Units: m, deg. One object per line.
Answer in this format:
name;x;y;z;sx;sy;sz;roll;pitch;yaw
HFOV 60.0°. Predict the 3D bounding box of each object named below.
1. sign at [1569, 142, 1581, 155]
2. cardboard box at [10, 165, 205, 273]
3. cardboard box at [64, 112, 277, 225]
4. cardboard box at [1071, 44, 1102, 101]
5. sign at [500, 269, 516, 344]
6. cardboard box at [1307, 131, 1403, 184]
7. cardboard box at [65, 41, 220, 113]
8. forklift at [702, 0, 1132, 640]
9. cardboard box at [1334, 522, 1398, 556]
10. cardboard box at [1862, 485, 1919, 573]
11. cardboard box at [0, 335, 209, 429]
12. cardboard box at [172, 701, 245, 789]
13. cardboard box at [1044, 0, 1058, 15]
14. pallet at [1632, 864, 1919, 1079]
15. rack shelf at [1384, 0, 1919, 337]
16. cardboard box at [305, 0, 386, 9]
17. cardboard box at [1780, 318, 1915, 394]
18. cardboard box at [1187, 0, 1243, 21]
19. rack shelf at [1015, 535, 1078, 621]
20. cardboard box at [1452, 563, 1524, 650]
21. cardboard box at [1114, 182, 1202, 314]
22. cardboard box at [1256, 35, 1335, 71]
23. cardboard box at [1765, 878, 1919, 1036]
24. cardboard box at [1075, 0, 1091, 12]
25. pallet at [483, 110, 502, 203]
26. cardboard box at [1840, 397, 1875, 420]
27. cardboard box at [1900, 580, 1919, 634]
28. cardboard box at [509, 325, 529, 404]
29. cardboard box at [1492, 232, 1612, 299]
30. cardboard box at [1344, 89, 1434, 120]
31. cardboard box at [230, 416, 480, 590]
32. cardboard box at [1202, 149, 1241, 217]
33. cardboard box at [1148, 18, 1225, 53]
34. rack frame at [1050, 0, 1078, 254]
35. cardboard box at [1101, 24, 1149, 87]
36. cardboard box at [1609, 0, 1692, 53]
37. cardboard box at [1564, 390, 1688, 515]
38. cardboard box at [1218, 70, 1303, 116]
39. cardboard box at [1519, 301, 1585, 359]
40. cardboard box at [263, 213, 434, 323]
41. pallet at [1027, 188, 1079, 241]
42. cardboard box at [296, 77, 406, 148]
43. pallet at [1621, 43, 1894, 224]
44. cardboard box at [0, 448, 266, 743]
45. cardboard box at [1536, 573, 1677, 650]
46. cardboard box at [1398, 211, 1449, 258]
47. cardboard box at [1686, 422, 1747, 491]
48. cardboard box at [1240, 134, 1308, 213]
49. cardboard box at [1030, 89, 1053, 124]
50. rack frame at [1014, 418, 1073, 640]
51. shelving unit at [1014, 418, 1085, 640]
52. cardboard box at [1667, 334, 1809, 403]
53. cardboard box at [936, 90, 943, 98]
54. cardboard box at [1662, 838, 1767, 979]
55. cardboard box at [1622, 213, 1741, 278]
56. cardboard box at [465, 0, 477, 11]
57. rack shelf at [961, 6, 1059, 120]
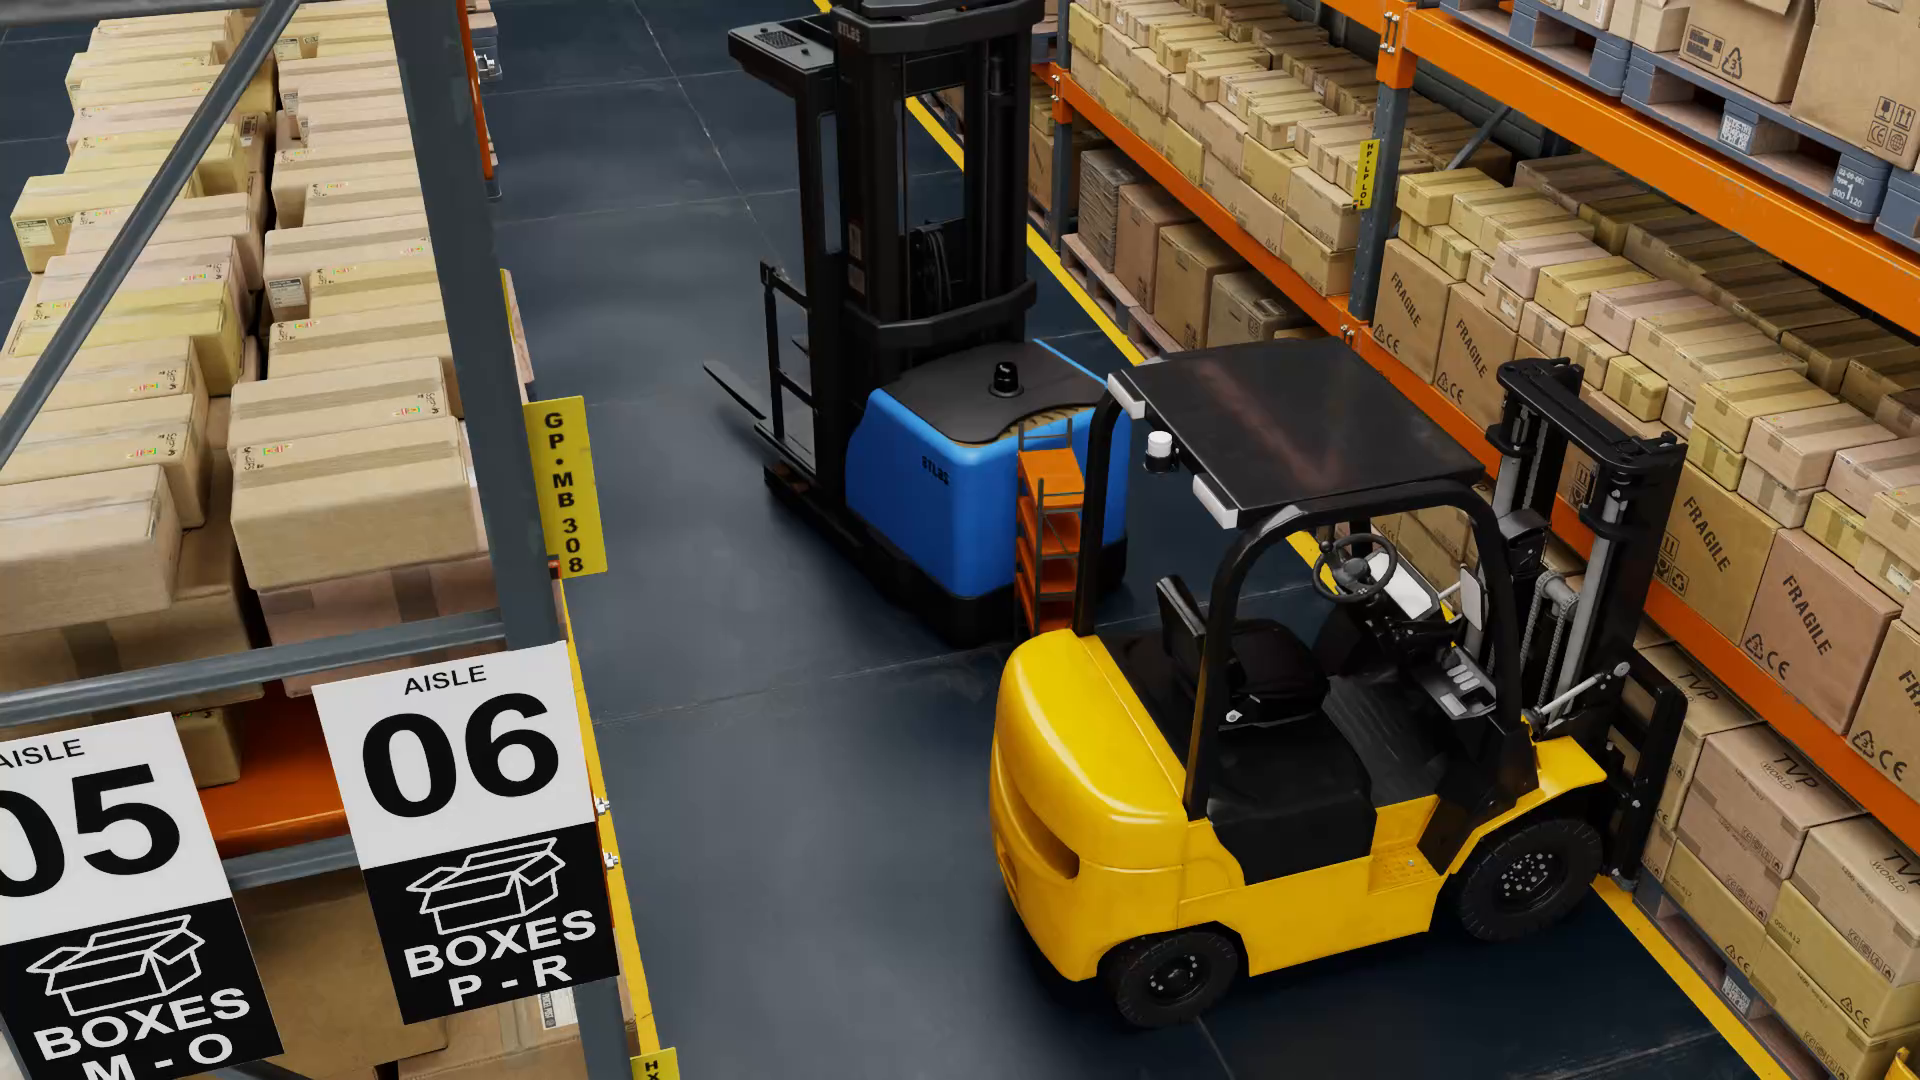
sign;2.890;-1.795;7.889;0.100;0.325;0.005;-10;35;-15
cardboard box;-2.028;-0.777;3.988;0.380;0.149;0.250;-9;35;-14
cardboard box;-2.184;-0.972;4.645;0.500;0.250;0.500;-10;35;-14
cardboard box;1.044;-3.070;10.812;0.500;0.250;0.500;-10;35;-15
sign;-1.850;-0.927;6.646;0.100;0.325;0.005;-10;35;-15
cardboard box;1.950;-1.894;8.216;0.380;0.149;0.250;-11;35;-15
cardboard box;-2.345;-1.315;4.803;0.380;0.149;0.250;-10;35;-15
forklift;-0.414;-1.516;8.386;1.130;2.935;3.031;-21;39;-28
cardboard box;2.194;-0.025;8.180;0.500;0.250;0.500;-10;35;-14
cardboard box;3.062;-0.053;5.160;0.380;0.149;0.250;-9;35;-14
cardboard box;-1.666;-0.250;3.191;0.380;0.149;0.250;-10;35;-15
cardboard box;-1.519;0.343;3.017;0.380;0.149;0.250;-10;35;-15
cardboard box;0.576;-3.758;11.563;0.380;0.149;0.250;-9;35;-14
pallet;3.309;1.562;6.194;1.003;0.211;1.213;-10;35;-15
rack shelf;2.972;-1.208;5.789;1.077;0.370;4.000;-10;35;-15
cardboard box;-1.907;-1.696;5.380;0.380;0.149;0.250;-11;35;-16
cardboard box;3.239;-0.672;6.098;0.380;0.149;0.250;-10;35;-14
cardboard box;1.641;-3.318;10.371;0.380;0.149;0.250;-10;35;-15
rack shelf;0.415;0.159;7.543;0.258;0.148;0.480;-4;34;-7
cardboard box;2.513;0.292;7.246;0.500;0.250;0.500;-10;35;-15
cardboard box;1.526;-1.920;10.708;0.875;0.625;0.625;-9;34;-13
cardboard box;1.920;-2.780;9.557;0.380;0.149;0.250;-9;35;-13
cardboard box;3.136;1.354;5.640;0.500;0.250;0.500;-10;35;-15
cardboard box;0.959;-3.502;10.650;0.380;0.149;0.250;-9;35;-13
pallet;-3.265;-2.134;9.433;1.213;0.211;1.003;-10;35;-15
cardboard box;3.401;-0.428;5.997;0.380;0.149;0.250;-9;34;-13
cardboard box;3.103;0.217;5.022;0.380;0.149;0.250;-9;35;-14
cardboard box;-1.188;-0.258;3.565;0.500;0.250;0.500;-11;35;-15
cardboard box;2.410;-1.119;6.774;0.380;0.149;0.250;-9;35;-14
cardboard box;2.254;-2.251;8.757;0.380;0.149;0.250;-10;35;-15
cardboard box;-1.058;-0.070;2.919;0.380;0.149;0.250;-10;35;-15
cardboard box;1.678;-1.994;9.182;0.500;0.250;0.500;-10;35;-14
cardboard box;1.341;-2.970;9.844;0.380;0.149;0.250;-10;35;-14
rack frame;1.142;-3.407;11.185;1.000;3.000;0.127;-10;35;-15
cardboard box;1.196;-3.016;10.276;0.500;0.250;0.500;-9;34;-13
cardboard box;2.526;-1.889;5.817;0.396;0.266;0.258;-11;35;-16
cardboard box;2.712;-0.268;6.343;0.500;0.500;0.500;-10;35;-14
cardboard box;1.628;-2.427;9.023;0.380;0.149;0.250;-10;35;-14
cardboard box;2.478;-0.860;6.651;0.380;0.149;0.250;-10;35;-15
cardboard box;-1.340;-0.600;3.720;0.380;0.149;0.250;-10;35;-15
pallet;0.950;-2.642;12.557;1.003;0.211;1.213;-10;35;-15
cardboard box;-1.600;-1.150;4.553;0.380;0.149;0.250;-10;35;-14
pallet;3.015;-1.438;5.565;1.003;0.211;1.213;-10;35;-15
cardboard box;-1.557;0.094;3.033;0.500;0.250;0.500;-10;35;-15
cardboard box;2.672;0.361;6.689;0.500;0.250;0.500;-11;35;-16
cardboard box;2.209;-1.408;7.480;0.380;0.149;0.250;-11;35;-15
cardboard box;2.795;-0.323;5.839;0.380;0.149;0.250;-10;35;-14
cardboard box;1.805;-1.936;8.642;0.500;0.250;0.500;-11;35;-16
cardboard box;0.637;-3.165;12.116;0.380;0.149;0.250;-12;35;-17
rack frame;0.381;-0.030;7.707;0.240;1.200;0.015;-4;34;-7
shelving unit;0.415;0.103;7.505;0.258;1.200;0.503;-4;34;-7
cardboard box;2.799;-0.600;5.988;0.380;0.149;0.250;-10;35;-14
cardboard box;0.027;-4.070;14.074;0.500;0.500;0.500;-10;35;-15
cardboard box;2.995;1.309;6.161;0.500;0.250;0.500;-10;35;-15
cardboard box;3.014;-1.230;6.942;0.380;0.149;0.250;-11;35;-16
cardboard box;-2.160;-2.208;6.405;0.500;0.250;0.500;-11;35;-16
rack shelf;0.532;-4.157;12.972;1.077;0.370;4.000;-10;35;-15
